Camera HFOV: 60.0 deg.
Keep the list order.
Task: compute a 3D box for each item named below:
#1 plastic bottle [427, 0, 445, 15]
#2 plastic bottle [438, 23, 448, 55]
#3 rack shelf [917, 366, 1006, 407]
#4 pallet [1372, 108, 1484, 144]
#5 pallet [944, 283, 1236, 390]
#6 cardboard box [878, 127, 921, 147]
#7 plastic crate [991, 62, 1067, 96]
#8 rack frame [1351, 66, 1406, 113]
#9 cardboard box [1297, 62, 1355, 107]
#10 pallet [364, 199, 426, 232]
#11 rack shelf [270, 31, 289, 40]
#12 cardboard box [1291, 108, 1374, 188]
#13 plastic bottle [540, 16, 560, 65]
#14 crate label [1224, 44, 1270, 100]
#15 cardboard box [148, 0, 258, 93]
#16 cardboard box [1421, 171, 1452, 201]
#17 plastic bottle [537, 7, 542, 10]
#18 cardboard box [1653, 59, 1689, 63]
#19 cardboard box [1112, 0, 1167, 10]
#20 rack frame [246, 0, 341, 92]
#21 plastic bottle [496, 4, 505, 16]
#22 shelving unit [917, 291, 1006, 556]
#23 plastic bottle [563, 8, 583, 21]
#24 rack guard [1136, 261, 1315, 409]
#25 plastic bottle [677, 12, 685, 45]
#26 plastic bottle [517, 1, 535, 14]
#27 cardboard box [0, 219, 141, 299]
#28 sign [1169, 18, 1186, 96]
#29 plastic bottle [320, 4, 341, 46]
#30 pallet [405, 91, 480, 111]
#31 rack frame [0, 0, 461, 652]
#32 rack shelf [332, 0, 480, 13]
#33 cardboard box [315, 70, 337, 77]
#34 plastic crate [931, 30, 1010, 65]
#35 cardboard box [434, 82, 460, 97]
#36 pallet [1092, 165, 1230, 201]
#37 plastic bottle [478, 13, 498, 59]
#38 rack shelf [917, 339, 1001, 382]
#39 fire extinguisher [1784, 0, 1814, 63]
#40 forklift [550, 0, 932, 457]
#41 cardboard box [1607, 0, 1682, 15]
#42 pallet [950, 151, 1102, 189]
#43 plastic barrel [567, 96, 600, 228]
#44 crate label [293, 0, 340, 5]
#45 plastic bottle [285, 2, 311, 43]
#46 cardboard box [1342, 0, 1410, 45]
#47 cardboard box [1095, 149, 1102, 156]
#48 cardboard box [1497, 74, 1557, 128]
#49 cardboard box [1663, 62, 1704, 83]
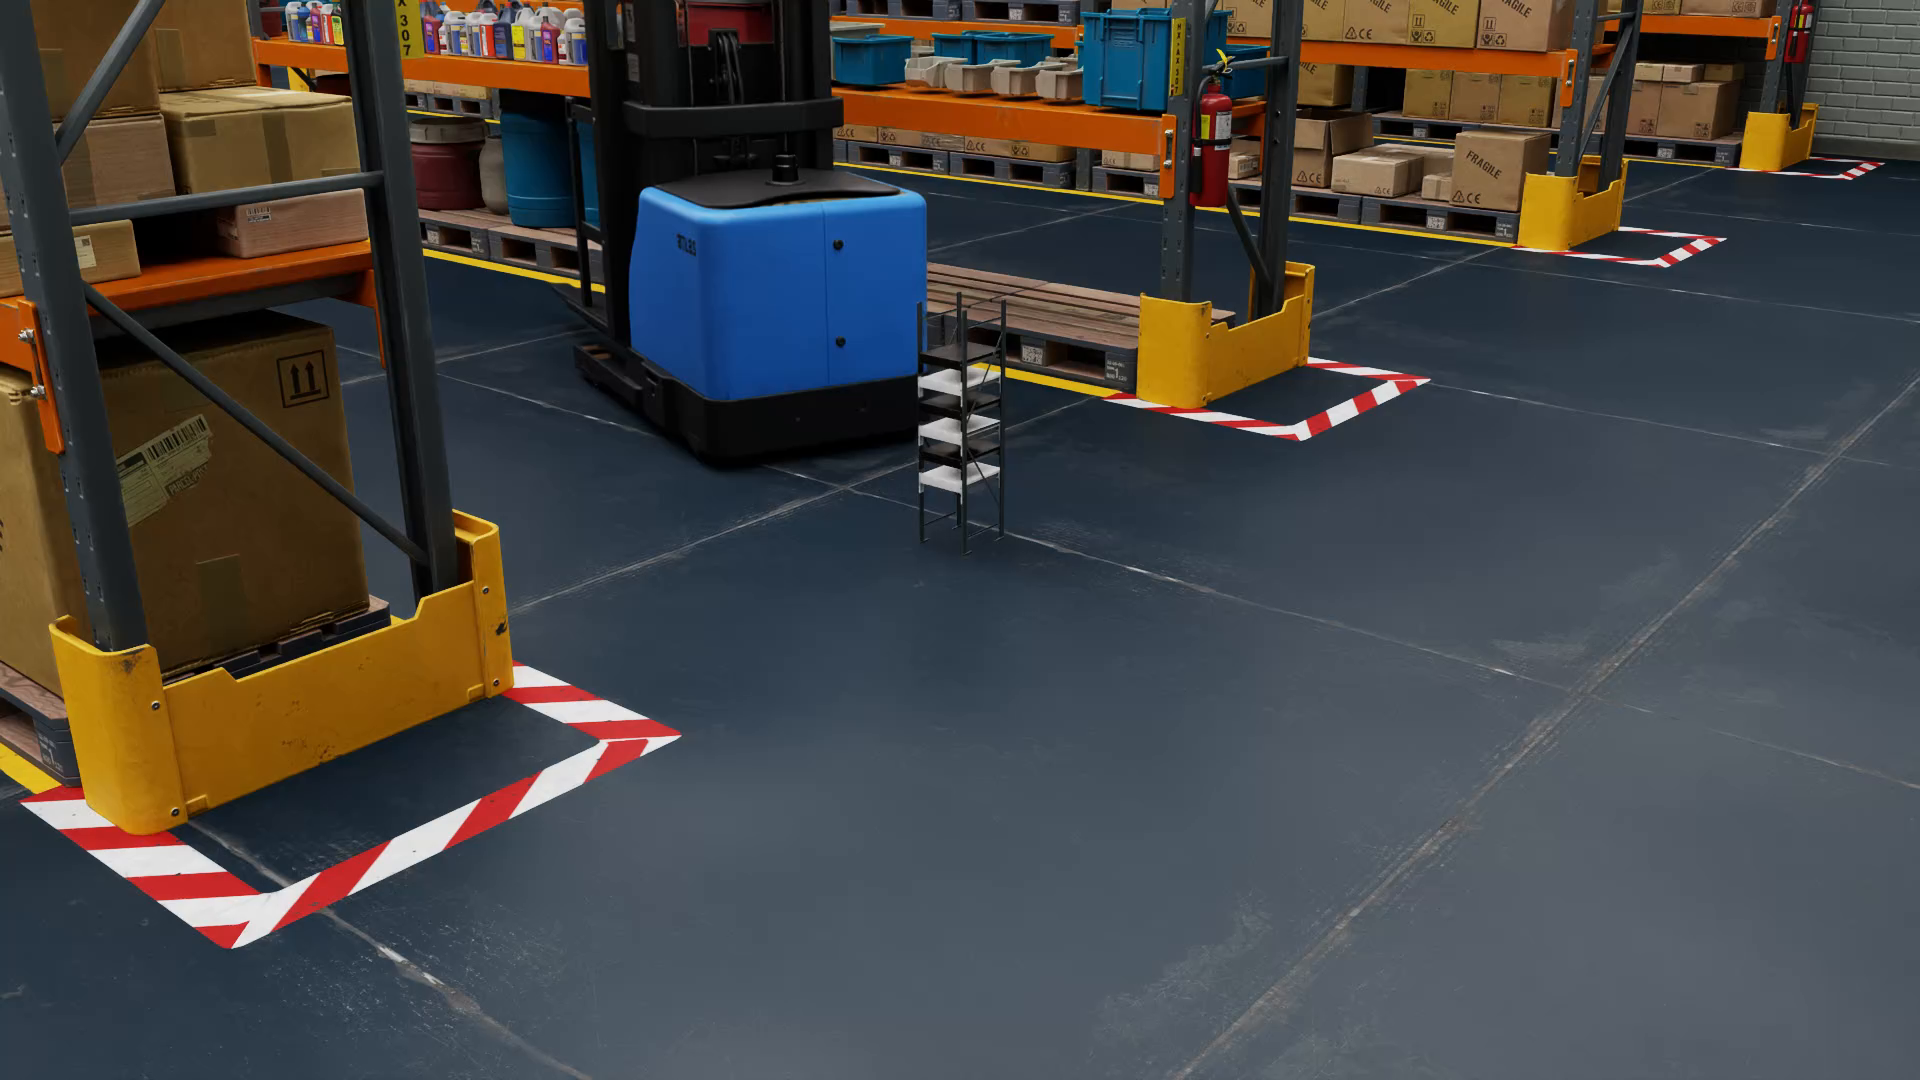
[{"bbox_3d":[-3.585,-3.508,11.290,0.185,0.351,0.144,16,26,36],"label":"plastic bottle"},{"bbox_3d":[-3.379,-3.299,10.947,0.097,0.201,0.097,0,21,0],"label":"plastic bottle"},{"bbox_3d":[0.006,-0.556,5.953,0.200,0.077,0.258,16,26,36],"label":"rack shelf"},{"bbox_3d":[5.000,-4.311,17.301,1.213,0.211,1.003,16,26,36],"label":"pallet"},{"bbox_3d":[0.680,-1.096,8.775,1.213,0.211,1.003,16,26,36],"label":"pallet"},{"bbox_3d":[-0.394,-3.857,15.064,0.500,0.500,0.500,15,25,35],"label":"cardboard box"},{"bbox_3d":[0.333,-2.312,8.336,0.243,0.136,0.396,16,26,36],"label":"plastic crate"},{"bbox_3d":[4.460,-5.807,17.315,0.127,3.000,1.000,16,26,36],"label":"rack frame"},{"bbox_3d":[3.874,-5.107,17.911,0.750,0.750,0.750,16,26,37],"label":"cardboard box"},{"bbox_3d":[-4.266,-2.522,12.556,1.213,0.211,1.003,16,26,36],"label":"pallet"},{"bbox_3d":[-6.453,-4.100,13.810,4.000,0.370,1.077,16,26,36],"label":"rack shelf"},{"bbox_3d":[2.789,-3.072,12.977,0.637,0.503,0.797,16,26,36],"label":"cardboard box"},{"bbox_3d":[-2.522,-3.083,10.257,0.133,0.283,0.061,16,26,36],"label":"plastic bottle"},{"bbox_3d":[1.312,-2.301,8.171,0.303,0.233,0.416,16,26,36],"label":"crate label"},{"bbox_3d":[-2.426,-1.564,4.794,0.500,0.500,0.500,15,26,35],"label":"cardboard box"},{"bbox_3d":[3.596,-2.608,12.226,0.250,0.166,0.380,16,26,36],"label":"cardboard box"},{"bbox_3d":[-2.891,-3.537,11.480,0.097,0.271,0.097,0,21,0],"label":"plastic bottle"},{"bbox_3d":[6.784,-4.513,15.913,0.250,0.149,0.380,16,26,36],"label":"cardboard box"},{"bbox_3d":[1.553,-4.310,13.205,0.500,0.500,0.500,17,26,38],"label":"cardboard box"},{"bbox_3d":[-4.903,-3.991,12.500,0.127,3.000,1.000,16,26,36],"label":"rack frame"},{"bbox_3d":[-3.226,-3.620,11.682,0.133,0.283,0.061,16,26,36],"label":"plastic bottle"},{"bbox_3d":[0.006,-0.419,6.005,0.210,0.900,0.258,16,26,36],"label":"shelving unit"},{"bbox_3d":[-2.639,-3.454,11.253,0.135,0.276,0.152,16,26,36],"label":"plastic bottle"},{"bbox_3d":[1.322,-1.035,8.203,0.348,0.500,1.175,16,26,36],"label":"rack guard"},{"bbox_3d":[-1.819,-3.242,10.680,0.133,0.283,0.061,16,26,36],"label":"plastic bottle"},{"bbox_3d":[-2.775,-3.272,10.663,0.185,0.351,0.144,16,26,36],"label":"plastic bottle"},{"bbox_3d":[-2.321,-0.724,4.193,0.250,0.149,0.380,17,26,37],"label":"cardboard box"},{"bbox_3d":[0.959,-2.128,7.330,0.005,0.325,0.100,16,26,36],"label":"sign"},{"bbox_3d":[-4.414,-3.645,11.758,0.135,0.276,0.152,16,26,36],"label":"plastic bottle"},{"bbox_3d":[-6.406,-5.393,20.169,1.213,0.211,1.003,16,26,36],"label":"pallet"},{"bbox_3d":[-1.837,-0.852,4.177,0.127,3.000,1.000,16,26,36],"label":"rack frame"},{"bbox_3d":[-6.417,-6.346,19.765,4.000,0.370,1.077,16,26,36],"label":"rack shelf"},{"bbox_3d":[-7.691,-5.858,20.754,0.500,0.250,0.500,16,26,36],"label":"cardboard box"},{"bbox_3d":[0.059,-2.662,9.127,0.300,0.233,0.416,16,26,36],"label":"plastic crate"},{"bbox_3d":[-5.746,-5.304,19.285,0.500,0.250,0.500,16,26,36],"label":"cardboard box"},{"bbox_3d":[1.862,-2.993,13.807,1.213,0.211,1.003,16,26,36],"label":"pallet"},{"bbox_3d":[-2.988,-3.234,10.669,0.135,0.276,0.152,16,26,36],"label":"plastic bottle"},{"bbox_3d":[0.006,-0.641,5.921,0.200,0.077,0.258,16,26,36],"label":"rack shelf"},{"bbox_3d":[7.384,-4.544,14.604,0.183,0.674,0.296,16,26,36],"label":"fire extinguisher"},{"bbox_3d":[-1.277,-2.190,7.821,1.130,2.935,3.031,-11,23,-27],"label":"forklift"},{"bbox_3d":[6.587,-5.325,15.612,0.700,0.700,0.980,16,26,36],"label":"cardboard box"},{"bbox_3d":[0.677,-3.318,14.668,1.213,0.211,1.003,16,26,36],"label":"pallet"},{"bbox_3d":[-2.215,-2.439,10.764,0.708,0.901,0.600,16,26,36],"label":"plastic barrel"},{"bbox_3d":[-4.992,-4.109,13.050,0.416,0.233,0.303,16,26,36],"label":"crate label"},{"bbox_3d":[-4.772,-3.748,12.032,0.135,0.276,0.152,16,26,36],"label":"plastic bottle"},{"bbox_3d":[3.123,-3.859,12.009,0.500,0.500,0.500,16,26,37],"label":"cardboard box"},{"bbox_3d":[1.110,-3.662,14.548,0.500,0.500,0.500,15,25,34],"label":"cardboard box"},{"bbox_3d":[5.758,-4.411,16.560,0.500,0.500,0.700,17,26,37],"label":"cardboard box"},{"bbox_3d":[6.739,-4.352,15.487,0.250,0.149,0.380,16,26,36],"label":"cardboard box"}]
